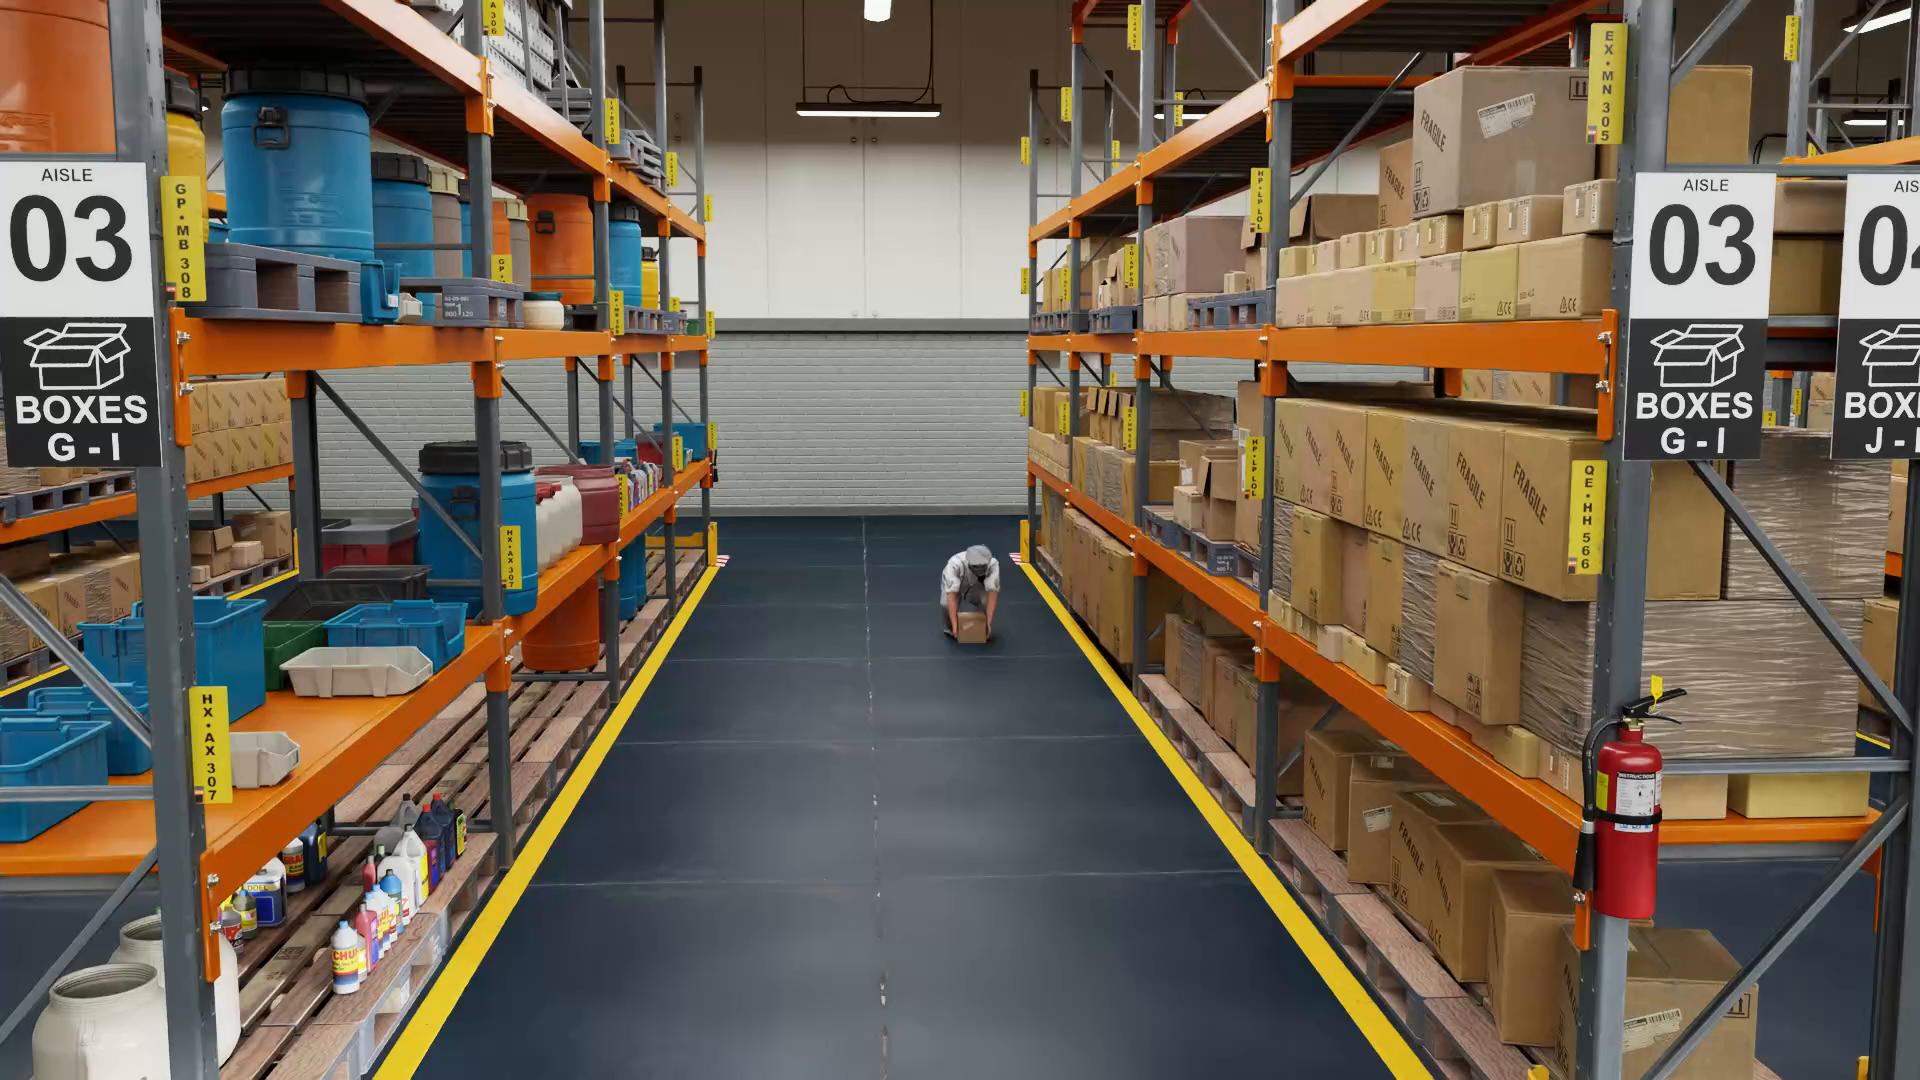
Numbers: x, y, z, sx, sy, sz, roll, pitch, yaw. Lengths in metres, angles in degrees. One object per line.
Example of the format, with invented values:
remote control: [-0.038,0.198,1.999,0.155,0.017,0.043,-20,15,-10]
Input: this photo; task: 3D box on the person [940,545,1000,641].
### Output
person: [0.084,0.462,15.560,0.556,0.903,0.956,-1,7,-4]
